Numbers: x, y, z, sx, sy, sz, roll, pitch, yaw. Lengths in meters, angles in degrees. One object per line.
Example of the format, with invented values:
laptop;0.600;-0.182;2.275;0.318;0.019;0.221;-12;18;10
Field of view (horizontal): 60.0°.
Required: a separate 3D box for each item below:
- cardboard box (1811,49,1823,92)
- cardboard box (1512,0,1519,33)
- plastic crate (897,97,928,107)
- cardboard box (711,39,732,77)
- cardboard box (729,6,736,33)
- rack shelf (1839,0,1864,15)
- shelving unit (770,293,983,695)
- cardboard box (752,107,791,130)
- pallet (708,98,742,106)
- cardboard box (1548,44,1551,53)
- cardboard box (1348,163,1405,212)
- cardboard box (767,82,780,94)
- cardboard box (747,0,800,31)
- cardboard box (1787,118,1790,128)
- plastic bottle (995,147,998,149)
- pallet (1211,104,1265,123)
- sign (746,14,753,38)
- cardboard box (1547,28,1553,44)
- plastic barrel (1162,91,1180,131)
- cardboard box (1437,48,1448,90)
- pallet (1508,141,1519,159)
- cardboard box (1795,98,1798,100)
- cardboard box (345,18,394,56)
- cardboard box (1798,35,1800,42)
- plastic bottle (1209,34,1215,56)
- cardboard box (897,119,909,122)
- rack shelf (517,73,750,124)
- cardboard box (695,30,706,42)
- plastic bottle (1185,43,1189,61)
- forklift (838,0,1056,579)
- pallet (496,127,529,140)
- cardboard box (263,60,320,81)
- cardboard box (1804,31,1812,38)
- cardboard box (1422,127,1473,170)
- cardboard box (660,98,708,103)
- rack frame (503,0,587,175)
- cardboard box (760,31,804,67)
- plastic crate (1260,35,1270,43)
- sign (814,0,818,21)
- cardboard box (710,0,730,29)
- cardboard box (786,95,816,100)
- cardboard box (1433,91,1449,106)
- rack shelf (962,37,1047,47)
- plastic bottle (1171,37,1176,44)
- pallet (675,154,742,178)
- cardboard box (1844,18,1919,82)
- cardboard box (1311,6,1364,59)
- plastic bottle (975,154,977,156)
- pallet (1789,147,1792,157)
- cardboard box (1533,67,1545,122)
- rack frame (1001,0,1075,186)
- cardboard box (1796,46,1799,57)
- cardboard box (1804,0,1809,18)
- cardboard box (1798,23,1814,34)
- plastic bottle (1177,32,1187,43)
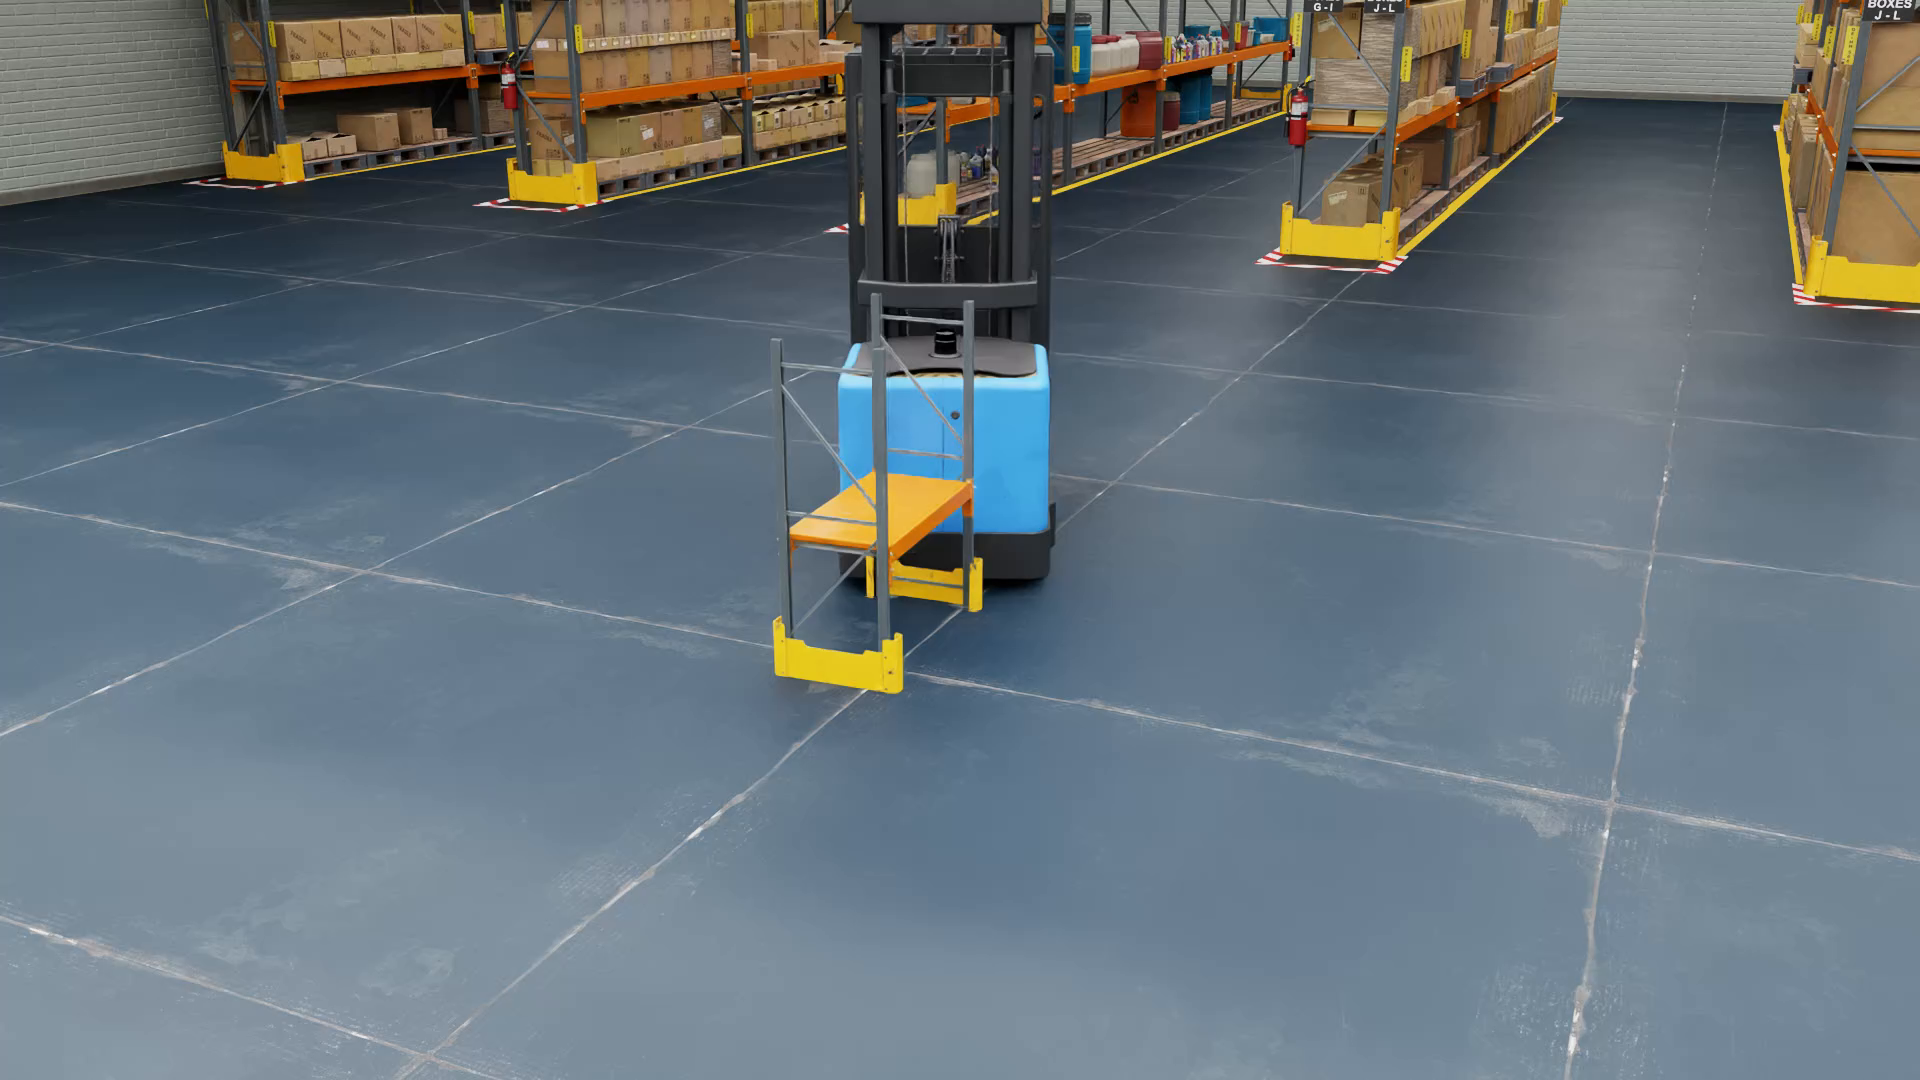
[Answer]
cardboard box;11.026;-5.885;20.892;0.500;0.500;0.500;8;21;22
cardboard box;8.030;-7.952;25.205;0.797;0.503;0.637;9;22;24
plastic crate;-0.685;-5.164;19.234;0.499;0.251;0.616;9;21;23
cardboard box;-3.672;-6.854;23.616;0.700;0.500;0.500;8;21;21
cardboard box;-4.700;-10.089;32.237;0.500;0.500;0.500;8;21;22
rack shelf;9.204;-5.334;16.089;1.077;0.370;4.000;9;21;23
shelving unit;-0.351;-0.247;7.426;0.587;1.500;1.083;7;21;20
cardboard box;-2.890;-6.354;25.000;0.500;0.311;0.500;8;21;22
pallet;-4.989;-8.507;32.576;1.003;0.211;1.213;9;21;23
cardboard box;10.086;-8.587;29.013;0.380;0.149;0.250;9;21;23
cardboard box;4.660;-3.945;18.689;0.500;0.500;0.500;11;22;28
cardboard box;-4.133;-9.455;34.183;0.700;0.500;0.500;8;21;22
cardboard box;-3.911;-10.819;34.465;0.980;0.700;0.700;7;21;20
cardboard box;13.899;-6.892;27.499;0.380;0.149;0.250;7;21;20
plastic bottle;0.491;-5.147;22.381;0.097;0.271;0.097;0;20;0
pallet;5.061;-7.999;31.145;1.003;0.211;1.213;9;21;23
sign;-2.989;-7.313;23.645;0.100;0.325;0.005;9;21;23
cardboard box;10.081;-8.826;29.089;0.500;0.250;0.500;8;21;21
plastic barrel;3.306;-7.044;27.272;0.600;0.588;0.708;9;21;23
cardboard box;5.299;-5.641;19.761;0.875;0.500;0.500;9;21;23
pallet;8.070;-6.094;25.790;1.003;0.211;1.213;9;21;23
cardboard box;14.041;-7.230;27.563;0.380;0.149;0.250;9;22;25
cardboard box;-8.556;-7.262;23.987;0.500;0.500;0.500;9;22;24
cardboard box;12.509;-7.321;24.382;0.380;0.149;0.250;9;22;24
plastic bottle;4.219;-8.359;28.070;0.144;0.351;0.185;9;21;23
cardboard box;-1.202;-7.456;28.533;0.500;0.500;0.500;8;21;21
rack shelf;-4.315;-5.993;22.418;1.077;0.370;4.000;9;21;23
cardboard box;-3.727;-6.947;22.910;0.380;0.149;0.250;9;21;23
plastic bottle;3.646;-7.865;26.783;0.061;0.283;0.133;9;21;23
forklift;-0.048;-1.629;9.176;1.130;2.935;3.031;0;20;1
pallet;-7.202;-6.921;28.114;1.003;0.211;1.213;9;21;23
cardboard box;-9.166;-6.444;22.805;0.500;0.250;0.500;8;21;21
cardboard box;11.549;-6.743;22.314;0.380;0.149;0.250;8;21;22
cardboard box;6.480;-5.282;22.419;0.700;0.500;0.500;11;22;27
cardboard box;-3.972;-6.100;24.003;0.500;0.500;0.500;9;21;23
rack frame;-5.134;-5.721;20.578;1.000;3.000;0.127;9;21;23
cardboard box;-2.746;-7.537;25.537;0.500;0.500;0.500;9;21;23
plastic crate;5.634;-9.474;31.436;0.396;0.136;0.243;9;21;23
sign;-2.357;-8.746;27.475;0.100;0.325;0.005;9;21;23
cardboard box;-3.672;-7.465;23.398;0.700;0.500;0.500;9;21;23
cardboard box;-2.548;-7.051;26.959;0.500;0.311;0.500;8;21;21
cardboard box;5.451;-5.124;19.274;0.380;0.149;0.250;9;21;23
rack shelf;0.598;-9.661;32.732;1.077;0.370;4.000;9;21;23
plastic bottle;3.610;-8.449;28.434;0.152;0.276;0.135;9;21;23
pallet;-3.860;-5.392;23.816;1.003;0.211;1.213;9;21;23
cardboard box;8.714;-4.517;15.358;0.875;0.550;0.550;9;21;23
cardboard box;3.901;-5.221;17.087;0.500;0.500;0.500;9;21;23
plastic bottle;0.209;-4.887;21.648;0.097;0.271;0.097;0;20;0
pallet;12.982;-5.765;24.864;1.003;0.211;1.213;9;21;23
cardboard box;9.527;-7.691;28.663;0.875;0.875;0.875;9;21;23
rack frame;1.021;-6.263;22.102;1.000;3.000;0.127;9;21;23
cardboard box;12.400;-7.101;24.208;0.380;0.149;0.250;9;21;23
cardboard box;13.872;-8.630;26.674;0.500;0.500;0.500;8;21;21
cardboard box;12.718;-7.620;24.778;0.380;0.149;0.250;10;22;25
plastic bottle;3.841;-8.609;28.774;0.144;0.351;0.185;9;21;23
